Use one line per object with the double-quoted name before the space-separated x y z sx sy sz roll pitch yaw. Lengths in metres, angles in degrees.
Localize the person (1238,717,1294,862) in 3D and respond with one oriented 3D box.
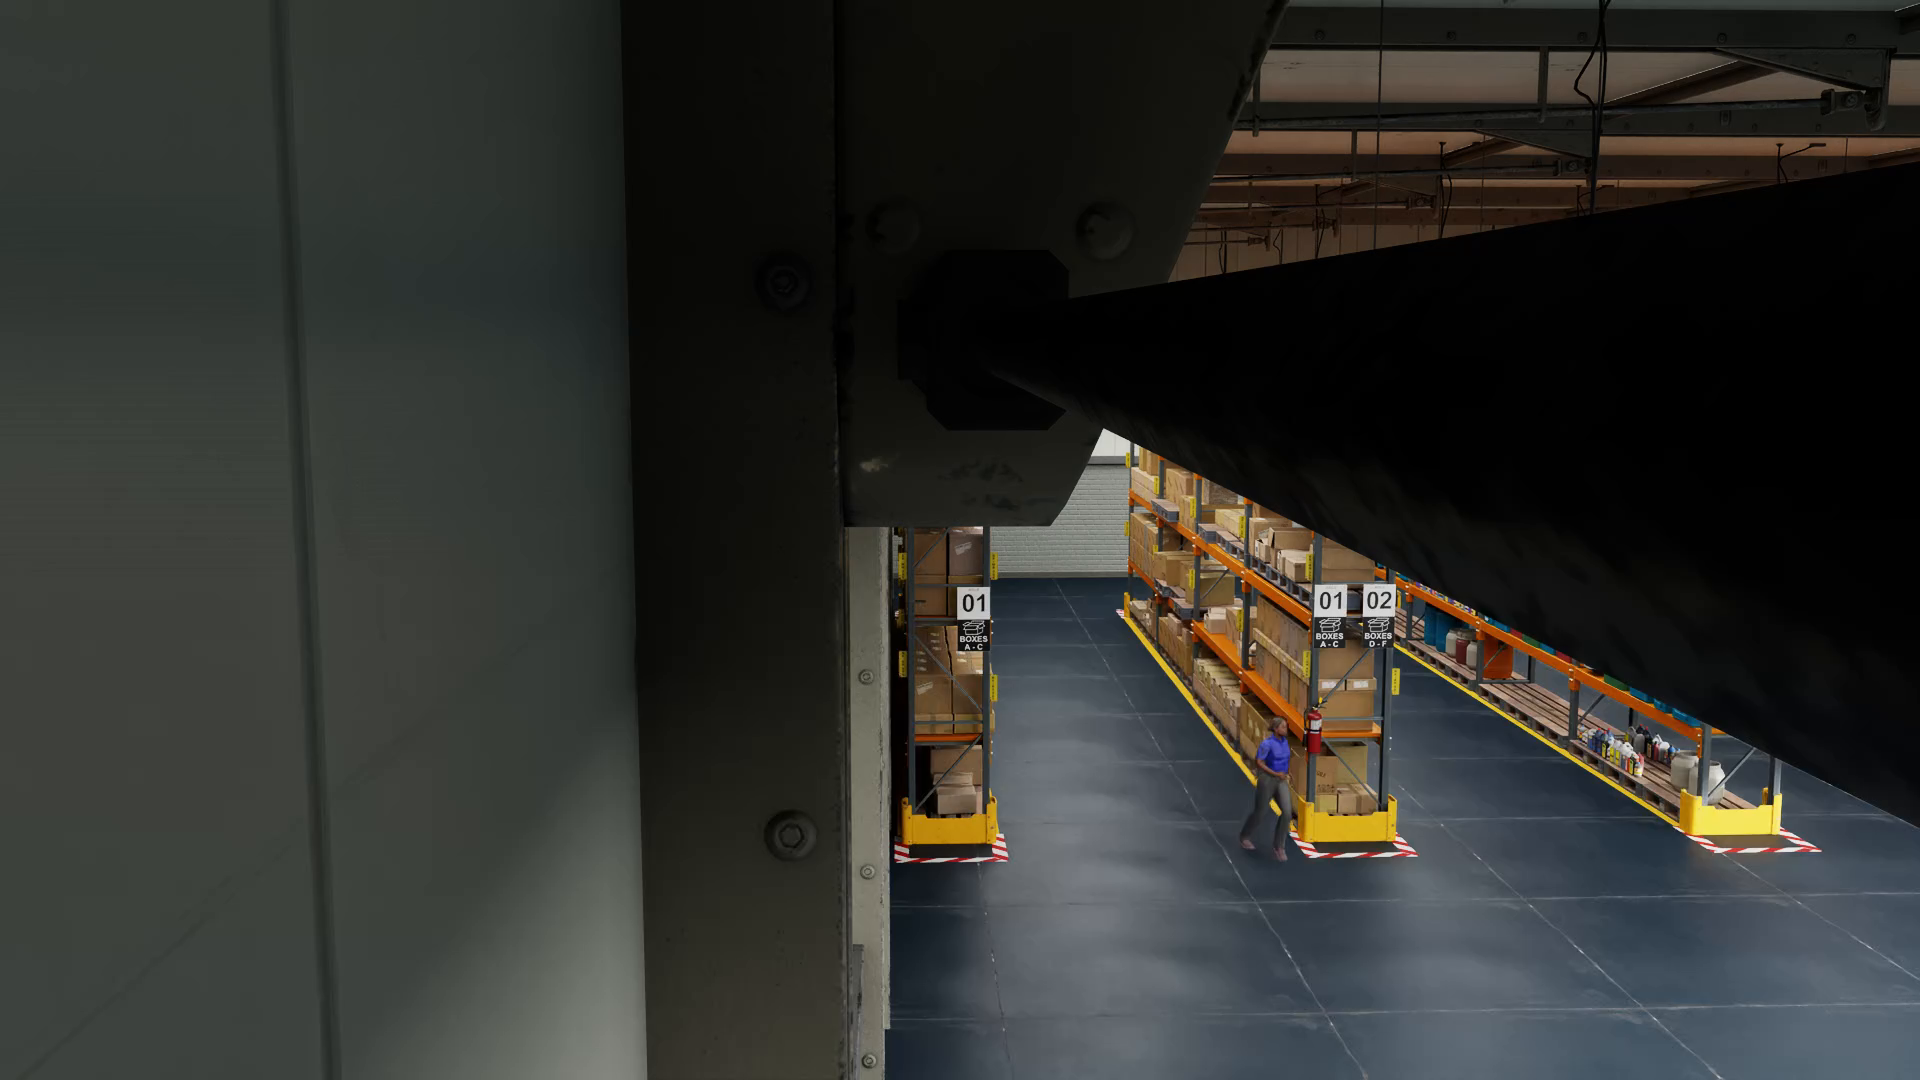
"person" 3.788 2.968 20.037 0.640 1.691 0.704 -5 9 -33
